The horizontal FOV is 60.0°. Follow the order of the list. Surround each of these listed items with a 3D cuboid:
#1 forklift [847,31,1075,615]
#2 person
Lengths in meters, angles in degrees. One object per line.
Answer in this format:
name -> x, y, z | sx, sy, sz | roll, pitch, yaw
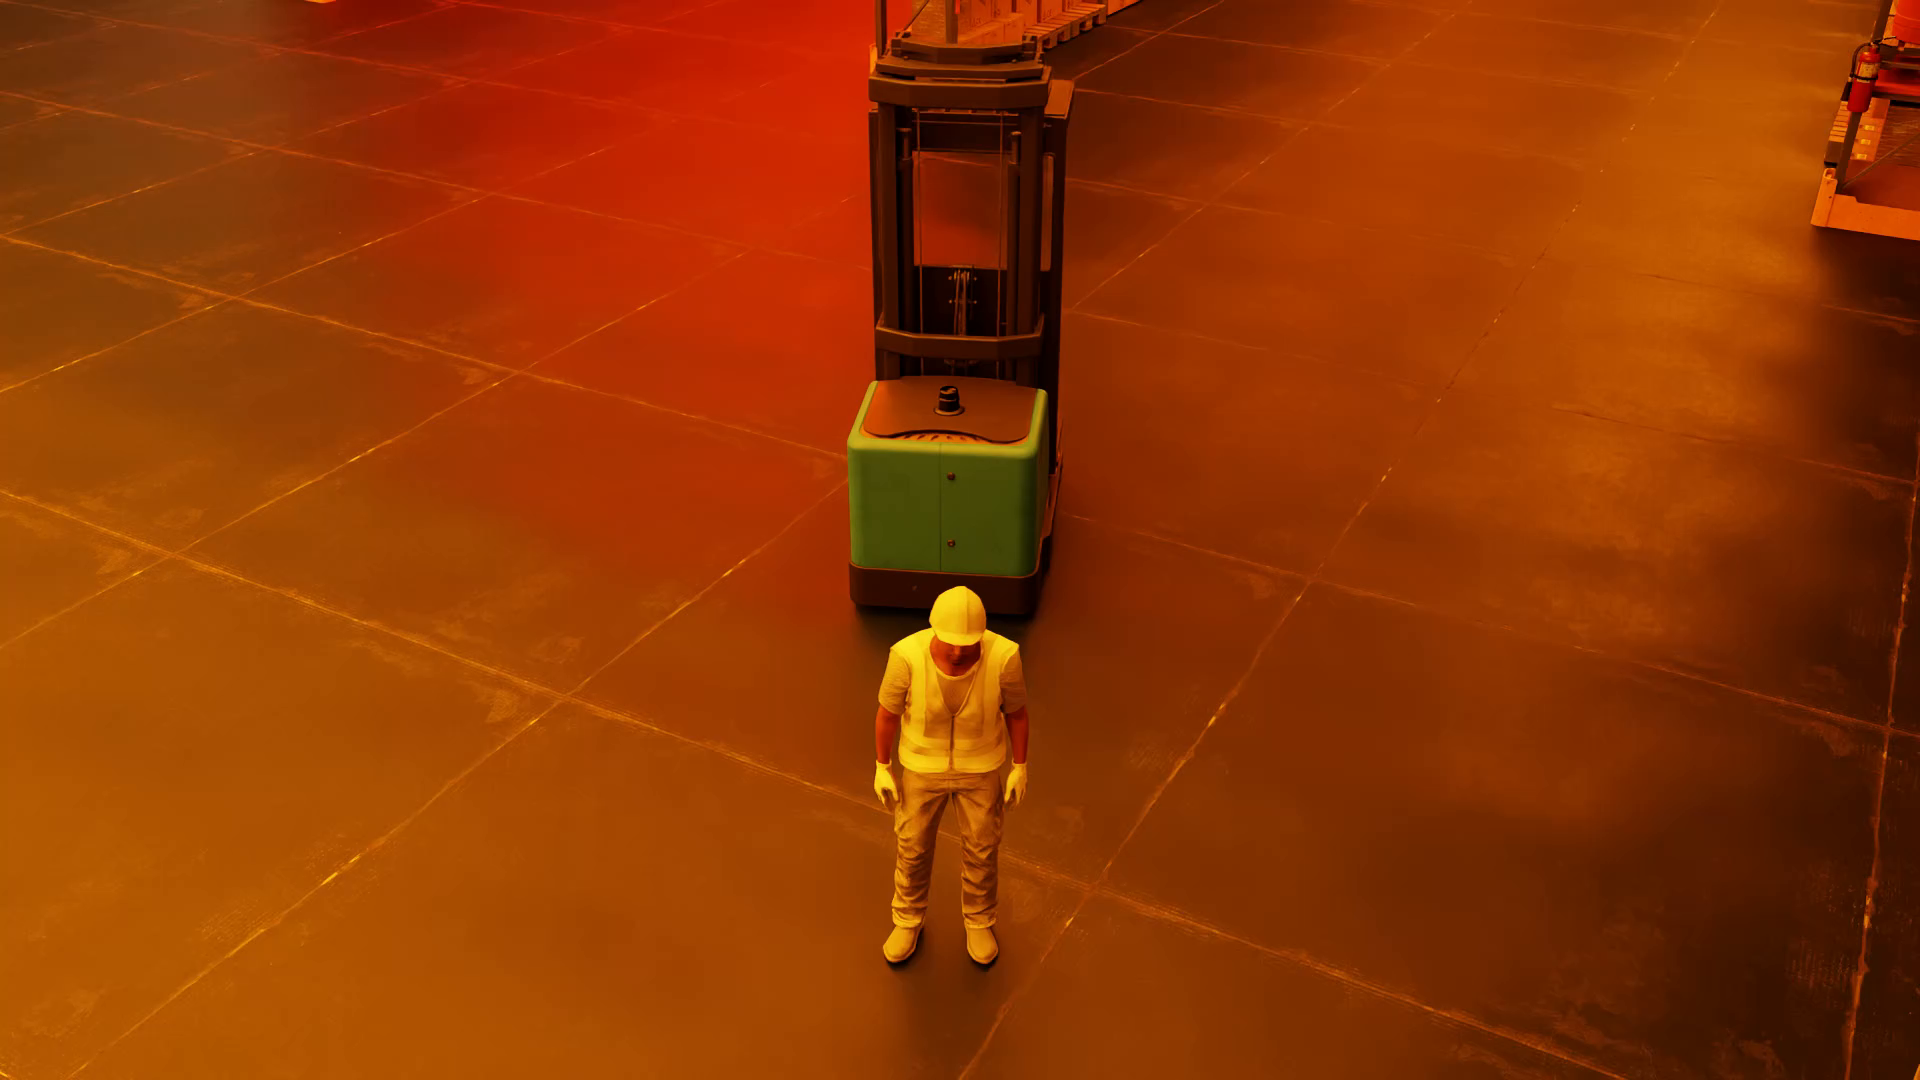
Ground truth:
forklift -> 0.072, -1.572, 9.794 | 1.130, 2.935, 3.031 | 3, 30, 6
person -> -0.034, 0.924, 6.633 | 0.618, 1.772, 0.451 | 0, 30, -1
